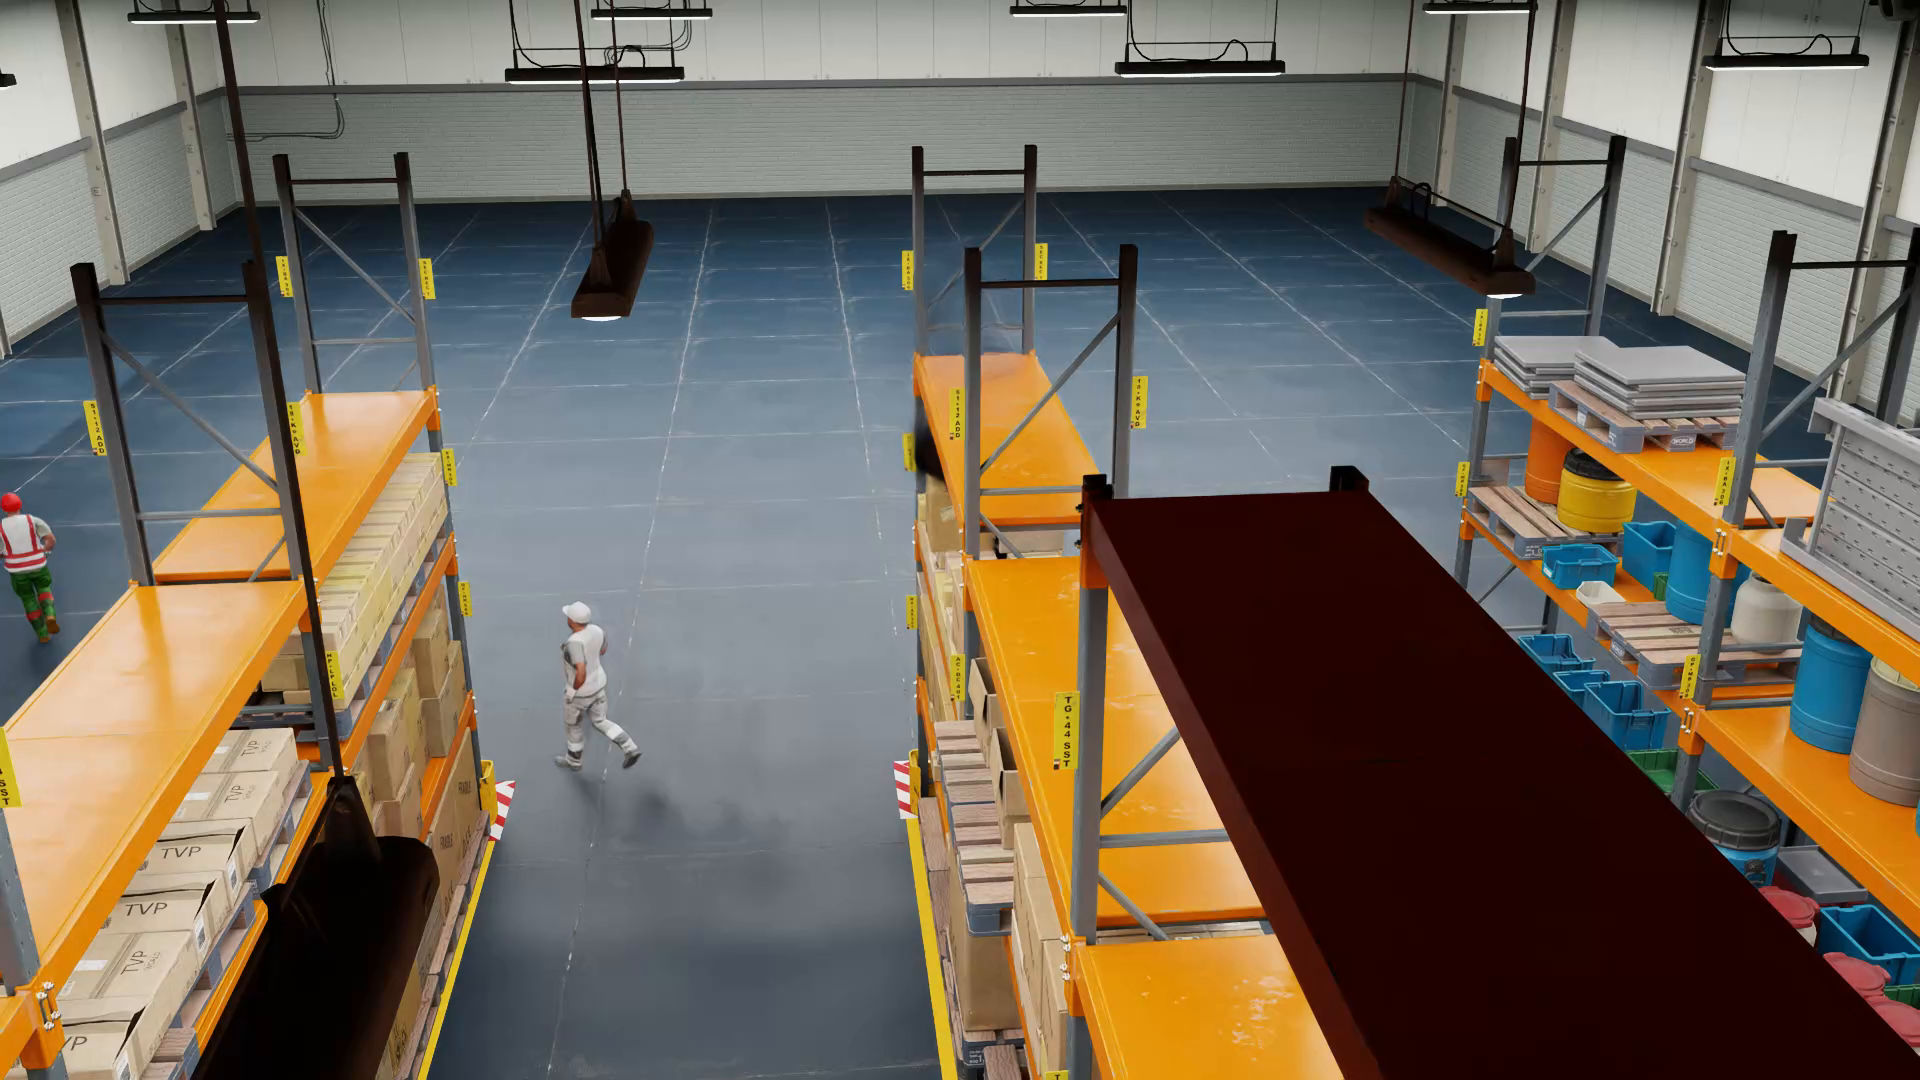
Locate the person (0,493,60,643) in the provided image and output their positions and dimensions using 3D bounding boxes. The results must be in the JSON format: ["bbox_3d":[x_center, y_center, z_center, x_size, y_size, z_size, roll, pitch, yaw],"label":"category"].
[{"bbox_3d":[-10.410,0.279,18.552,0.633,1.743,0.575,-14,26,-32],"label":"person"}]

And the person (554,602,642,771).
[{"bbox_3d":[-3.477,1.407,15.618,0.951,1.774,0.670,10,24,24],"label":"person"}]
